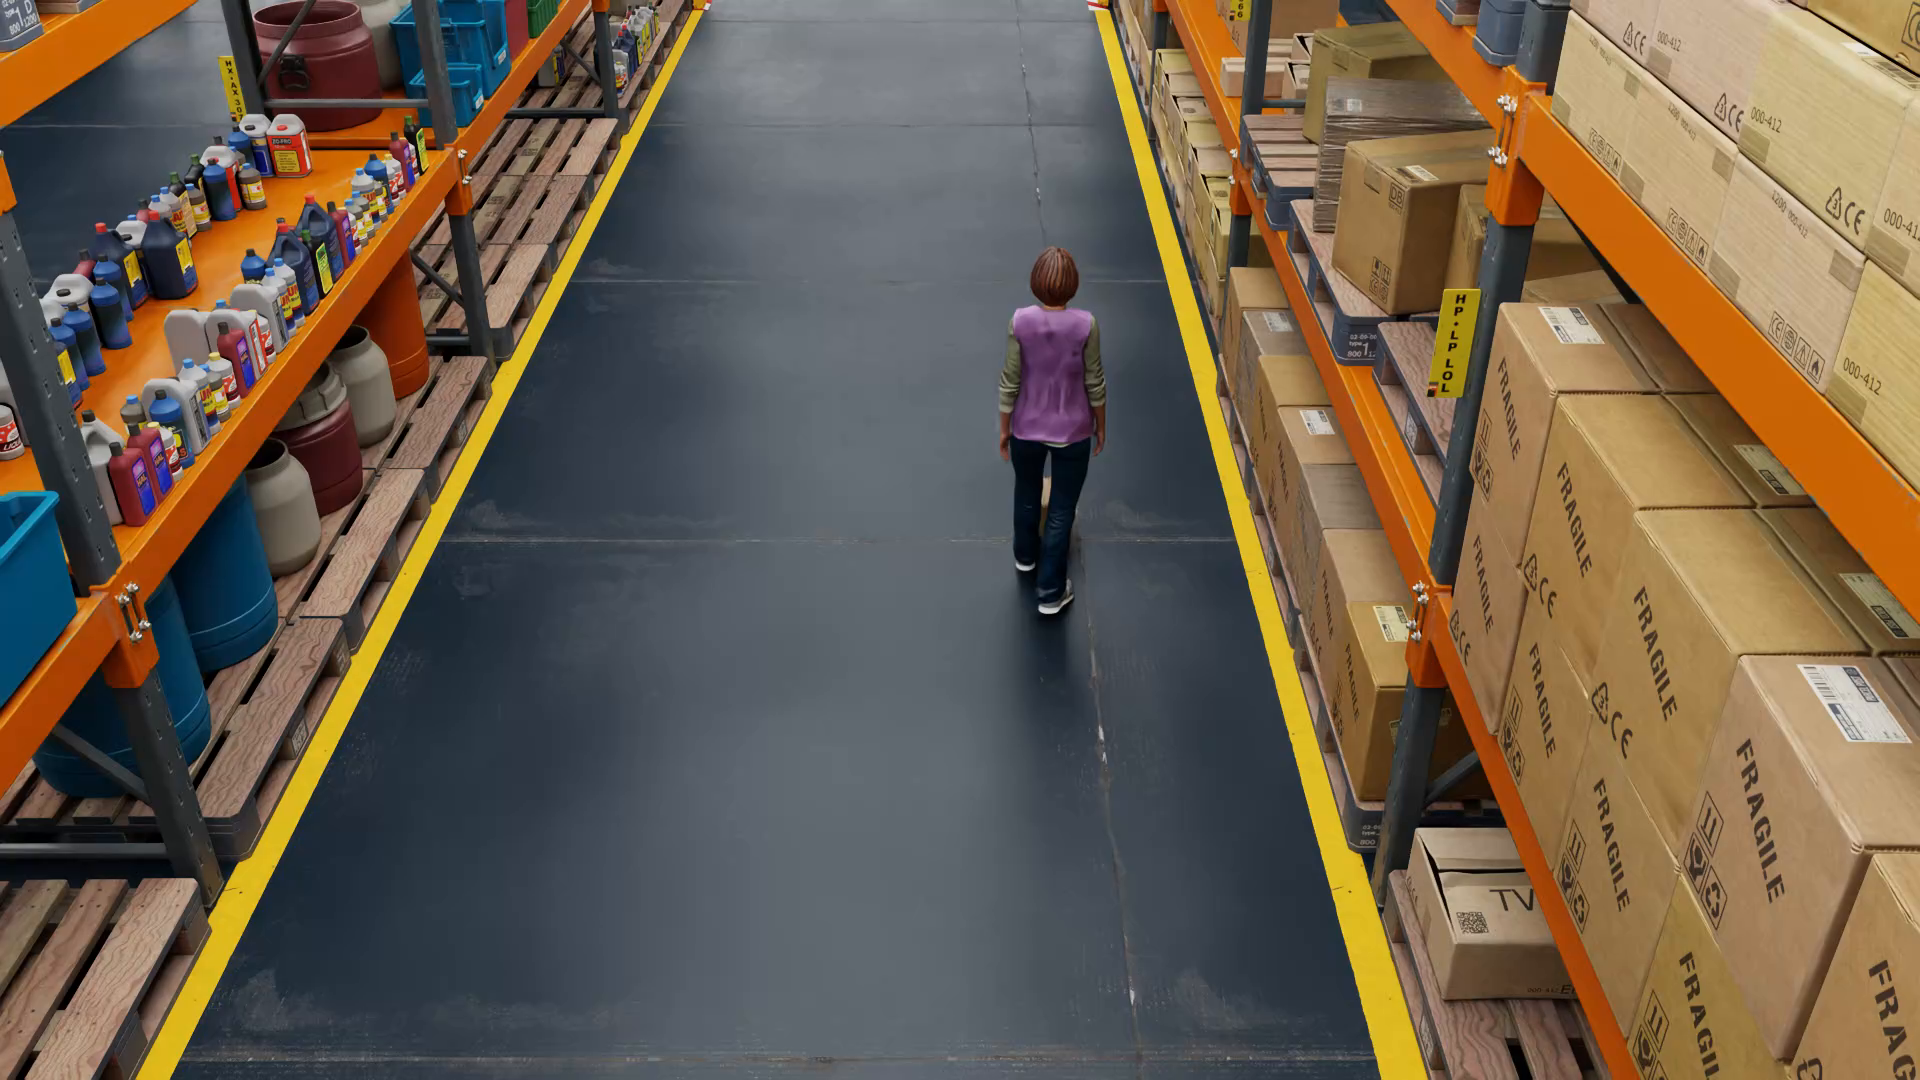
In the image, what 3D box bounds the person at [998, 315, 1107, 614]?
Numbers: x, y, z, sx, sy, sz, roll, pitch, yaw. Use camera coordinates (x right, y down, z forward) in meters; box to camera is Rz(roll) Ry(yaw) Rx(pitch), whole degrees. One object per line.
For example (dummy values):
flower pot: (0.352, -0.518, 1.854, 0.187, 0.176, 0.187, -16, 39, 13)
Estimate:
person: (0.400, -0.385, 6.976, 0.432, 1.345, 0.584, 8, 33, 12)
